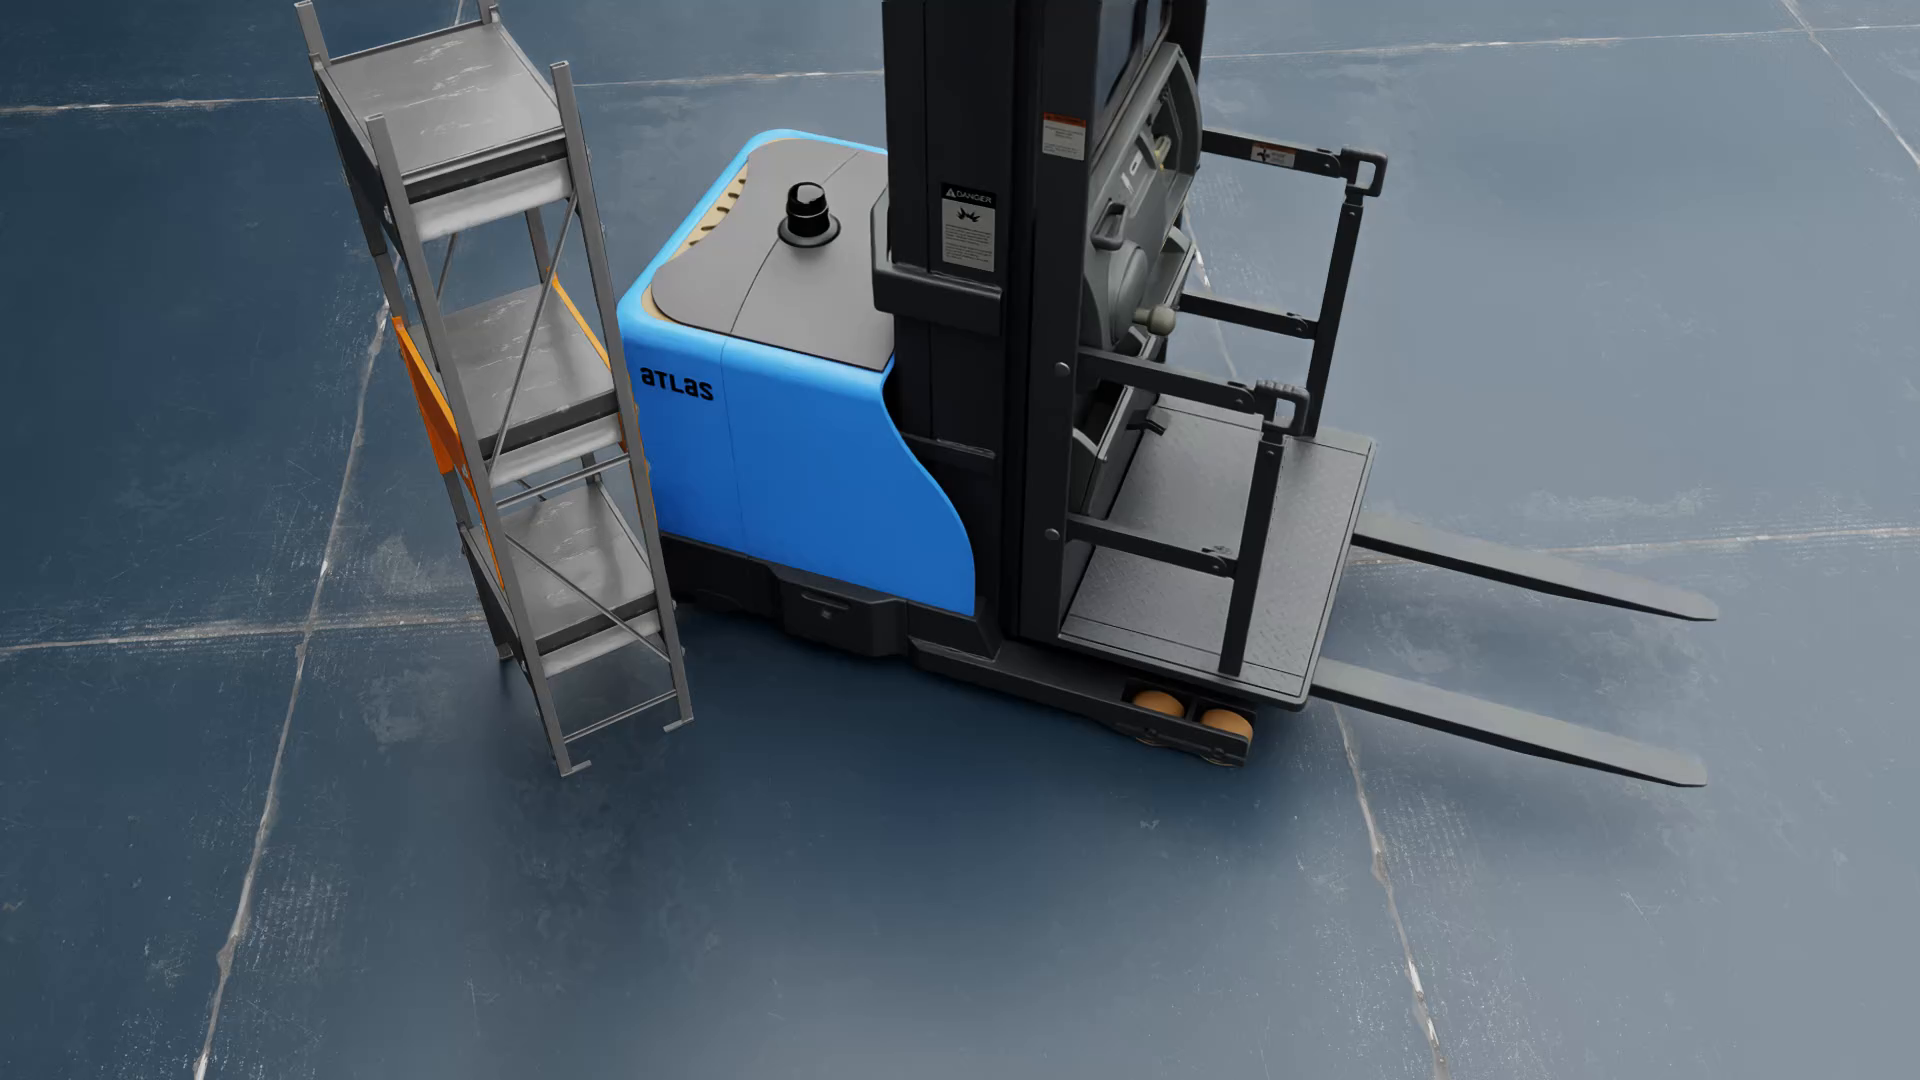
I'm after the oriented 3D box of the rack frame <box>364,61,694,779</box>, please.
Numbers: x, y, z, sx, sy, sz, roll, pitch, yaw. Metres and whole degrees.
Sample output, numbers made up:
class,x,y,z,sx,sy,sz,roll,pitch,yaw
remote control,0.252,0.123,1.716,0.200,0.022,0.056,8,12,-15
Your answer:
class,x,y,z,sx,sy,sz,roll,pitch,yaw
rack frame,-0.937,-0.136,3.932,0.400,2.100,0.015,-23,51,-20

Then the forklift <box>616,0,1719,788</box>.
class,x,y,z,sx,sy,sz,roll,pitch,yaw
forklift,0.638,-0.816,4.004,3.031,2.935,1.130,15,48,14

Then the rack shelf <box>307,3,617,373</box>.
class,x,y,z,sx,sy,sz,roll,pitch,yaw
rack shelf,-1.060,-0.761,3.579,0.431,0.518,0.480,-23,51,-20

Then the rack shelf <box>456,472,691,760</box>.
class,x,y,z,sx,sy,sz,roll,pitch,yaw
rack shelf,-1.060,0.202,4.595,0.431,0.518,0.480,-23,51,-20

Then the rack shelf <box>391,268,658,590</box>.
class,x,y,z,sx,sy,sz,roll,pitch,yaw
rack shelf,-1.060,-0.279,4.087,0.431,0.518,0.480,-23,51,-20

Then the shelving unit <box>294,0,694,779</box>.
class,x,y,z,sx,sy,sz,roll,pitch,yaw
shelving unit,-1.060,-0.289,4.077,0.431,2.100,0.503,-23,51,-20

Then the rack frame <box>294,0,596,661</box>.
class,x,y,z,sx,sy,sz,roll,pitch,yaw
rack frame,-1.184,-0.441,4.222,0.400,2.100,0.015,-23,51,-20
